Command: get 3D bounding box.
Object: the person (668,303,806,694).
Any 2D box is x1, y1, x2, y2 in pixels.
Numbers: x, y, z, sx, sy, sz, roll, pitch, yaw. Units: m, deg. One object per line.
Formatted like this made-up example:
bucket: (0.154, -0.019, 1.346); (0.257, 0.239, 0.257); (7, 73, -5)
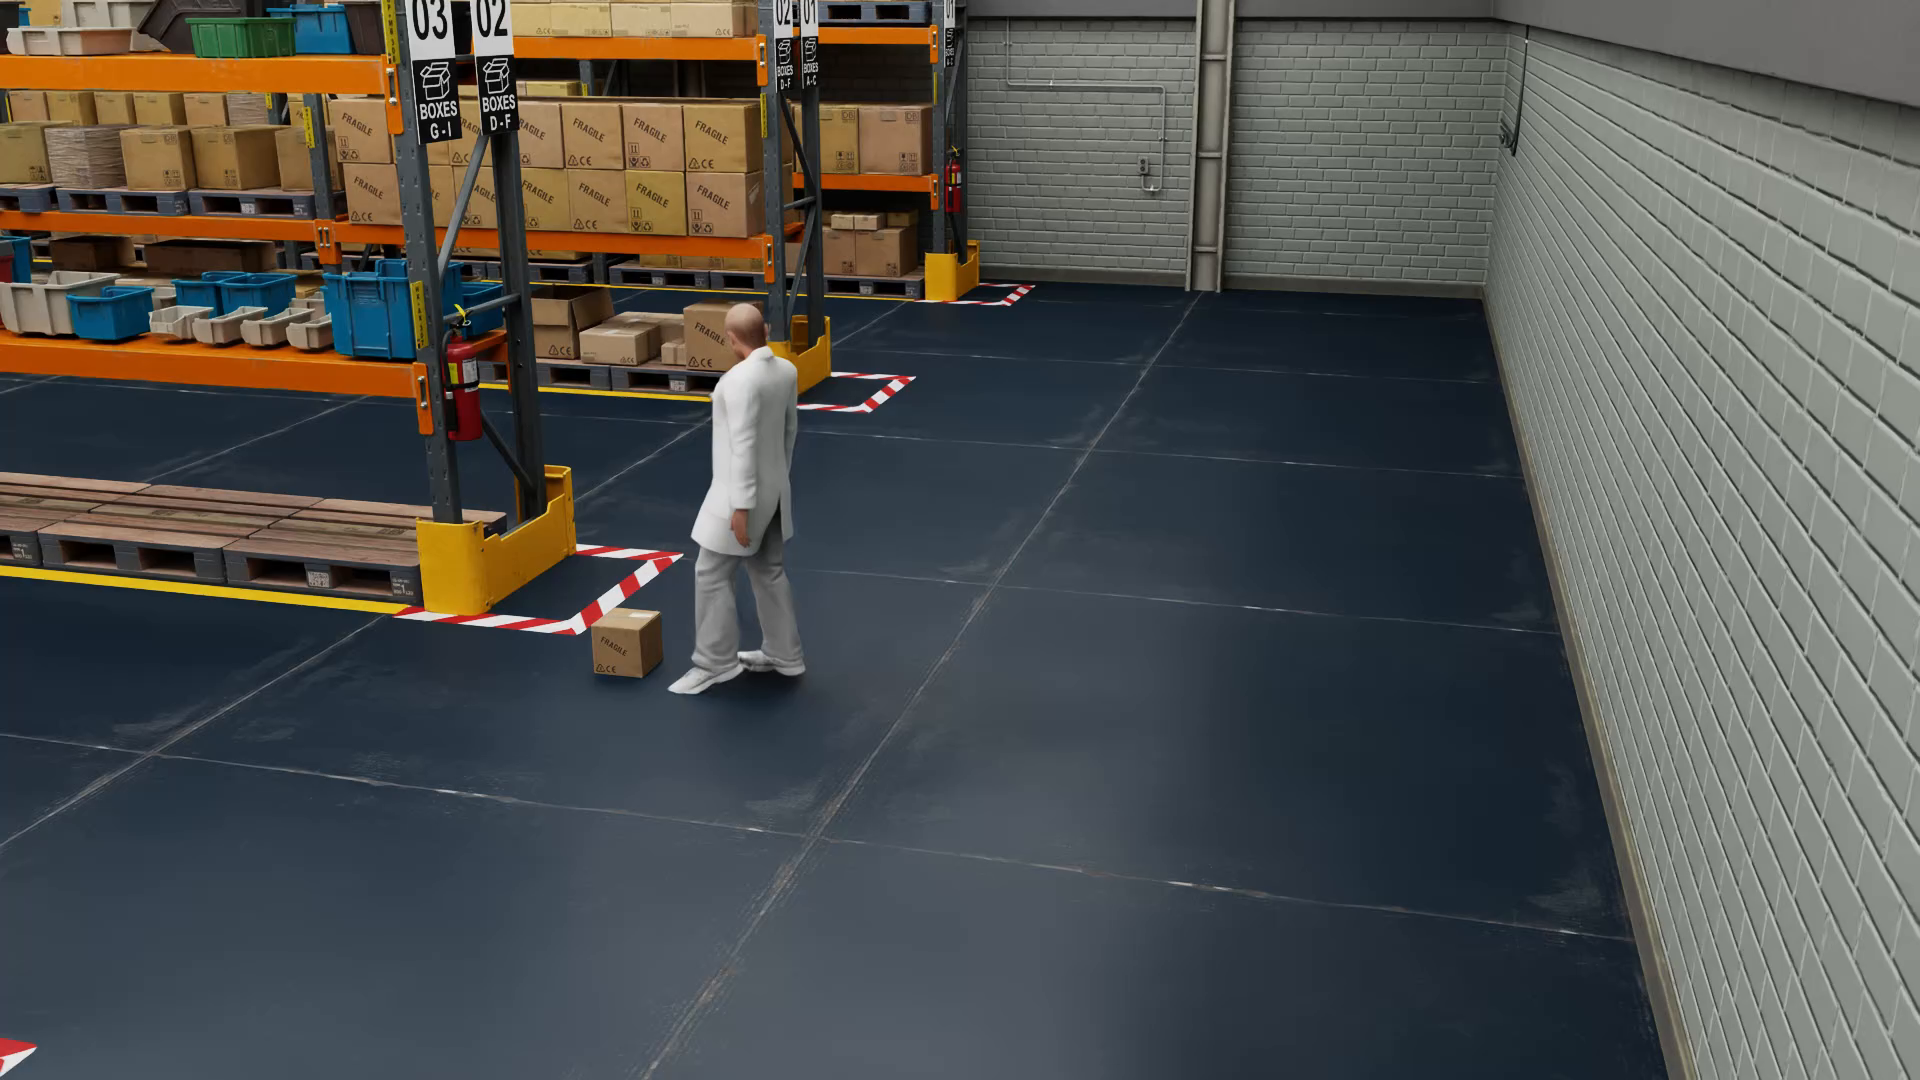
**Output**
person: (-1.020, -0.178, 7.650); (0.565, 1.827, 0.626); (7, 19, 20)
